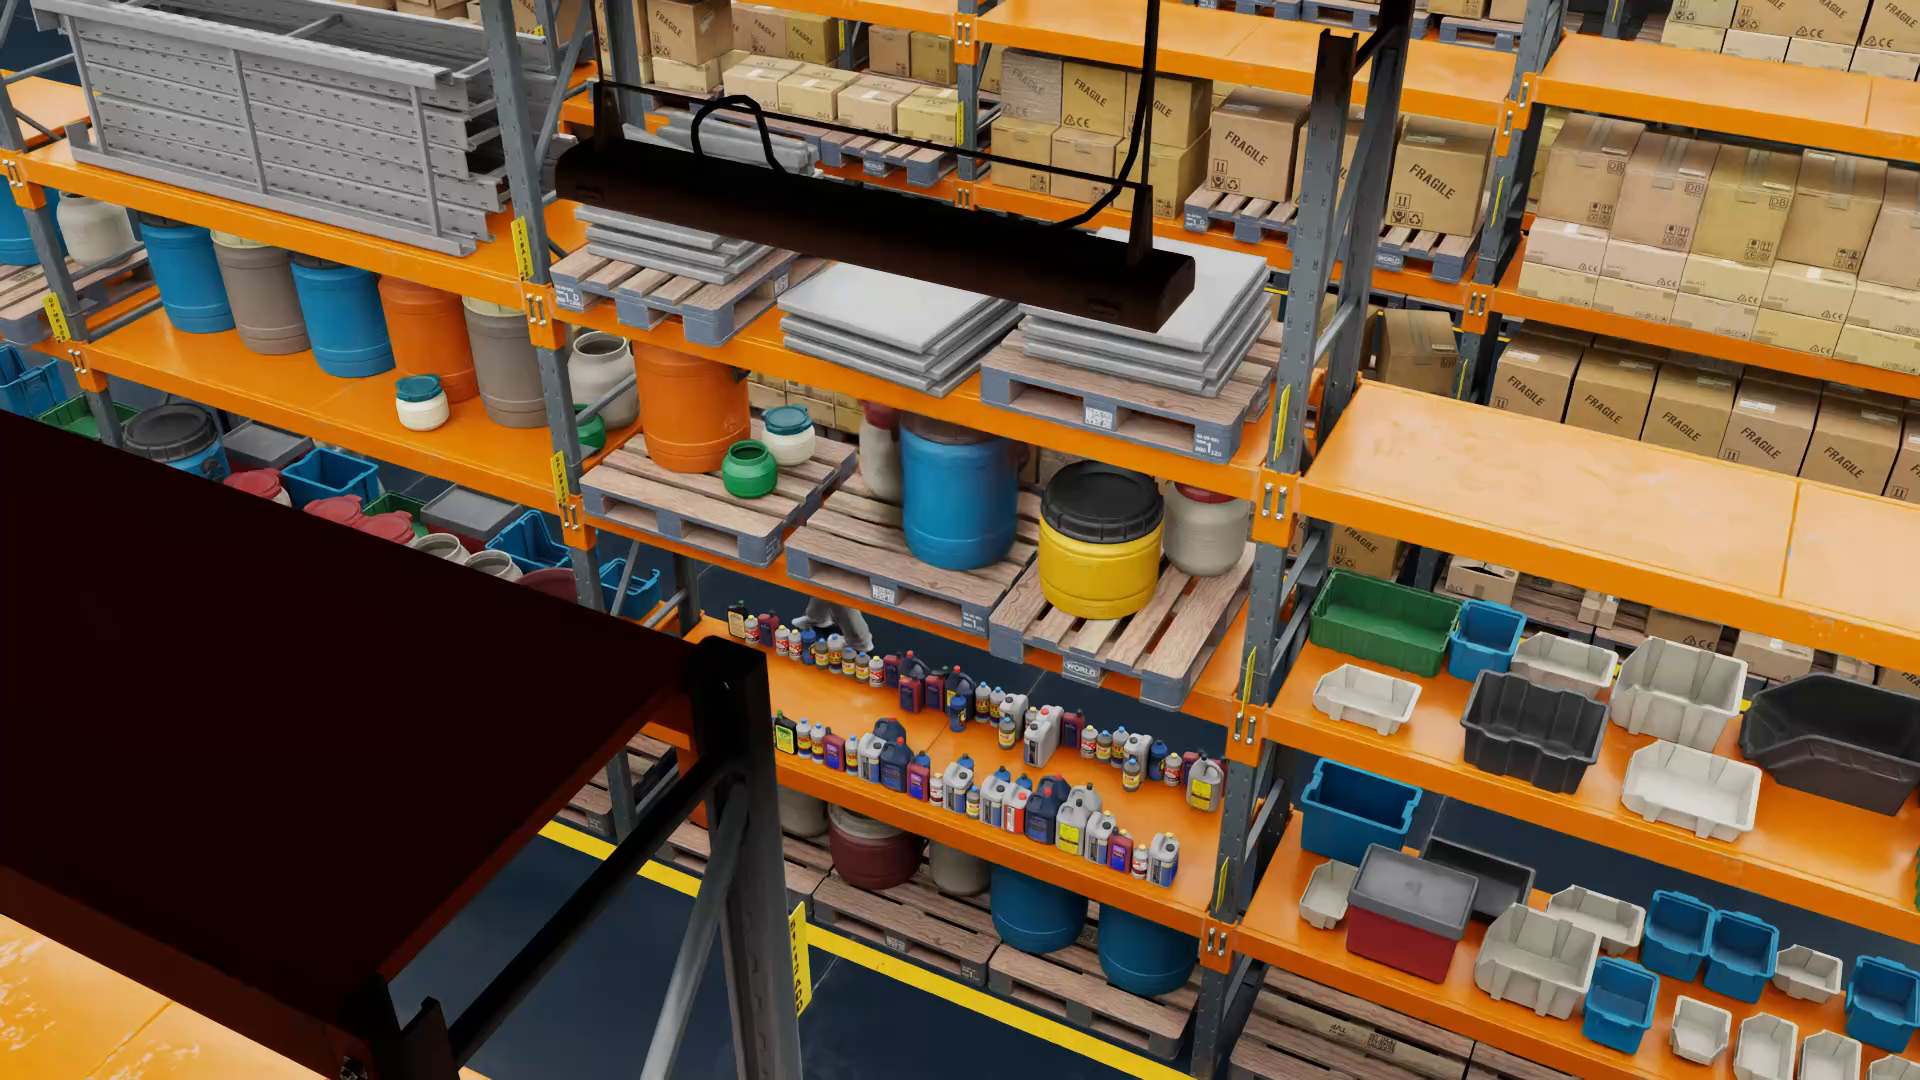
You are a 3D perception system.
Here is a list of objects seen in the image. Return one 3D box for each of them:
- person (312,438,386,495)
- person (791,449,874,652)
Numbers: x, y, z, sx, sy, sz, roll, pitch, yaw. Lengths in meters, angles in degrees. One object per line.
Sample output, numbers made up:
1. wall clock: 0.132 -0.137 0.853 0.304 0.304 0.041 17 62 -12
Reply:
1. person: -5.112 -0.837 13.569 0.768 1.770 0.612 4 35 5
2. person: -0.992 0.051 12.281 0.730 1.804 0.609 6 36 9
